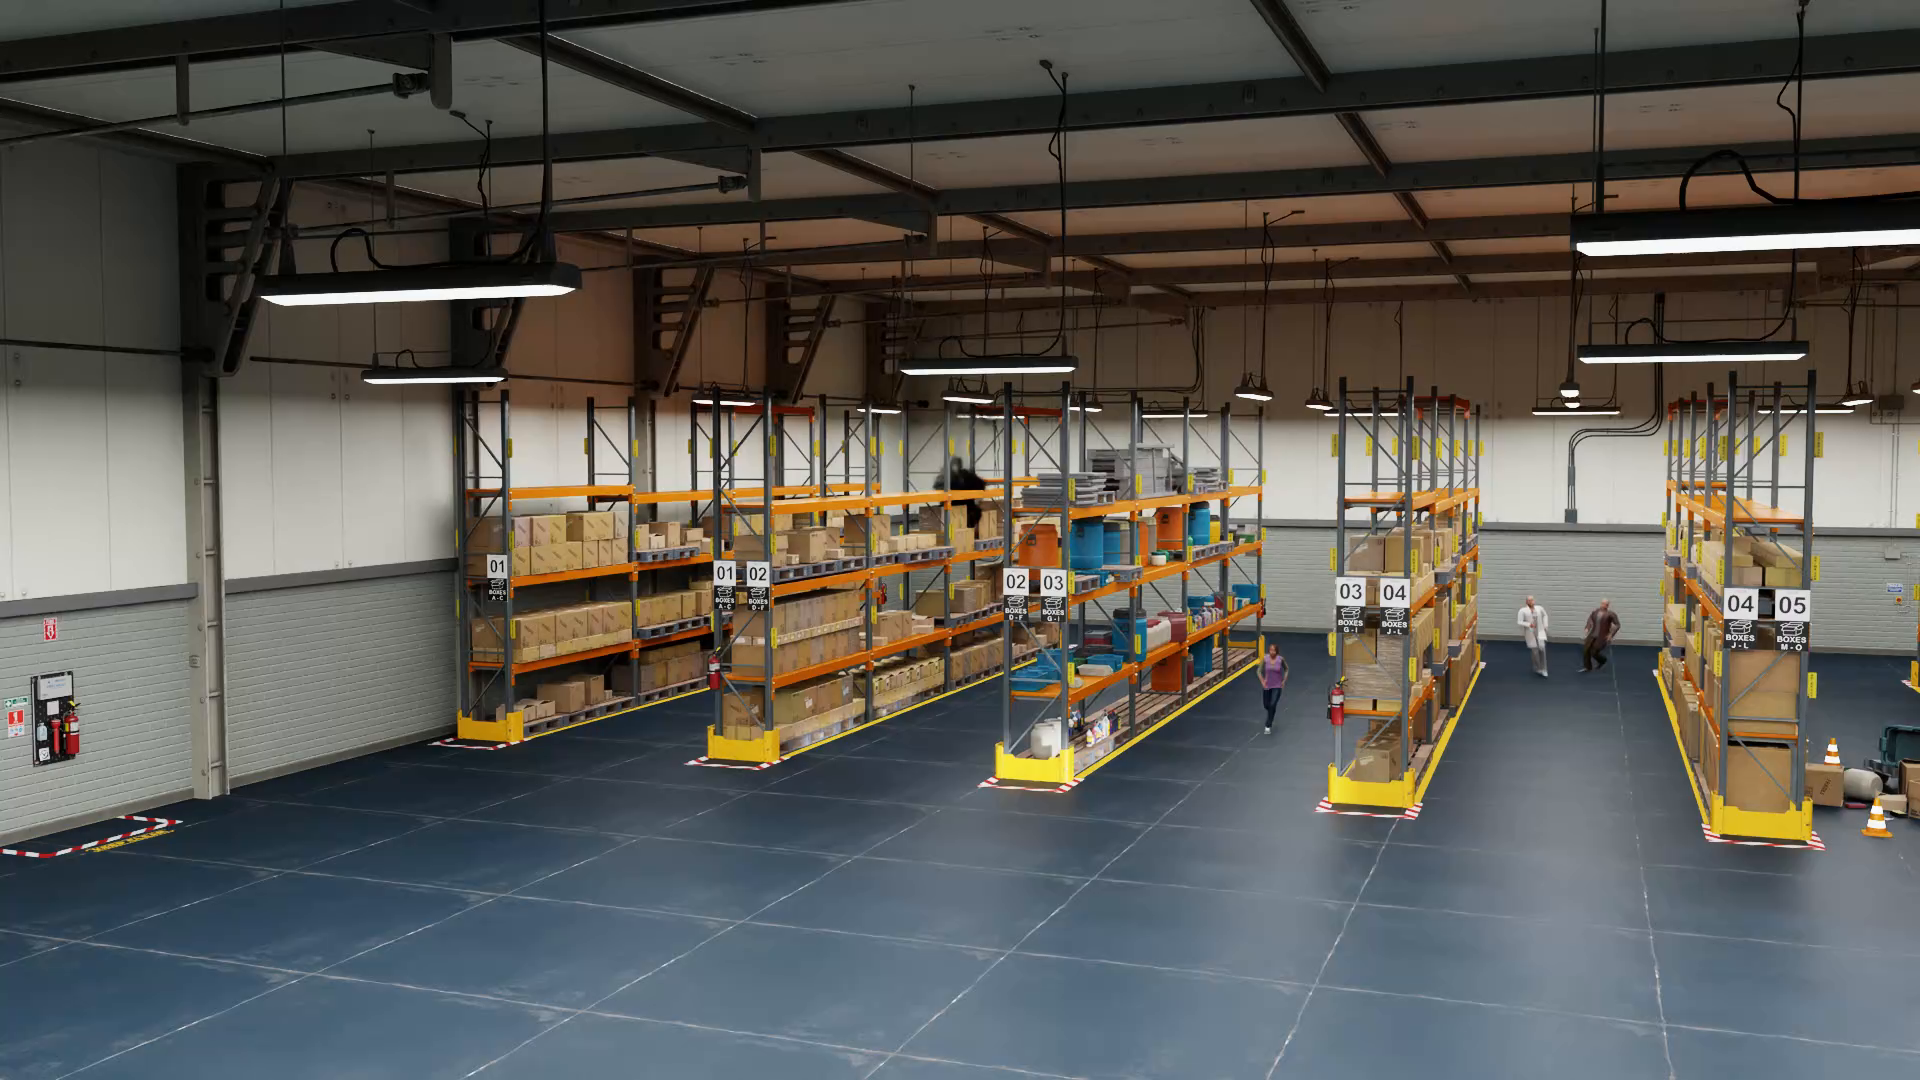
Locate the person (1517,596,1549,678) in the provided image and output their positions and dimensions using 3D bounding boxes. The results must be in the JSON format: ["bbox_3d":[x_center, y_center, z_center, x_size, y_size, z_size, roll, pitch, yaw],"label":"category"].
[{"bbox_3d":[12.609,2.112,36.579,0.691,1.737,0.783,1,3,11],"label":"person"}]

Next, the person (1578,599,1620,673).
[{"bbox_3d":[14.244,2.239,36.898,0.646,1.489,0.785,-2,4,-35],"label":"person"}]

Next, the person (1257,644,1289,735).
[{"bbox_3d":[5.535,2.619,29.412,0.566,1.568,0.743,1,3,16],"label":"person"}]
